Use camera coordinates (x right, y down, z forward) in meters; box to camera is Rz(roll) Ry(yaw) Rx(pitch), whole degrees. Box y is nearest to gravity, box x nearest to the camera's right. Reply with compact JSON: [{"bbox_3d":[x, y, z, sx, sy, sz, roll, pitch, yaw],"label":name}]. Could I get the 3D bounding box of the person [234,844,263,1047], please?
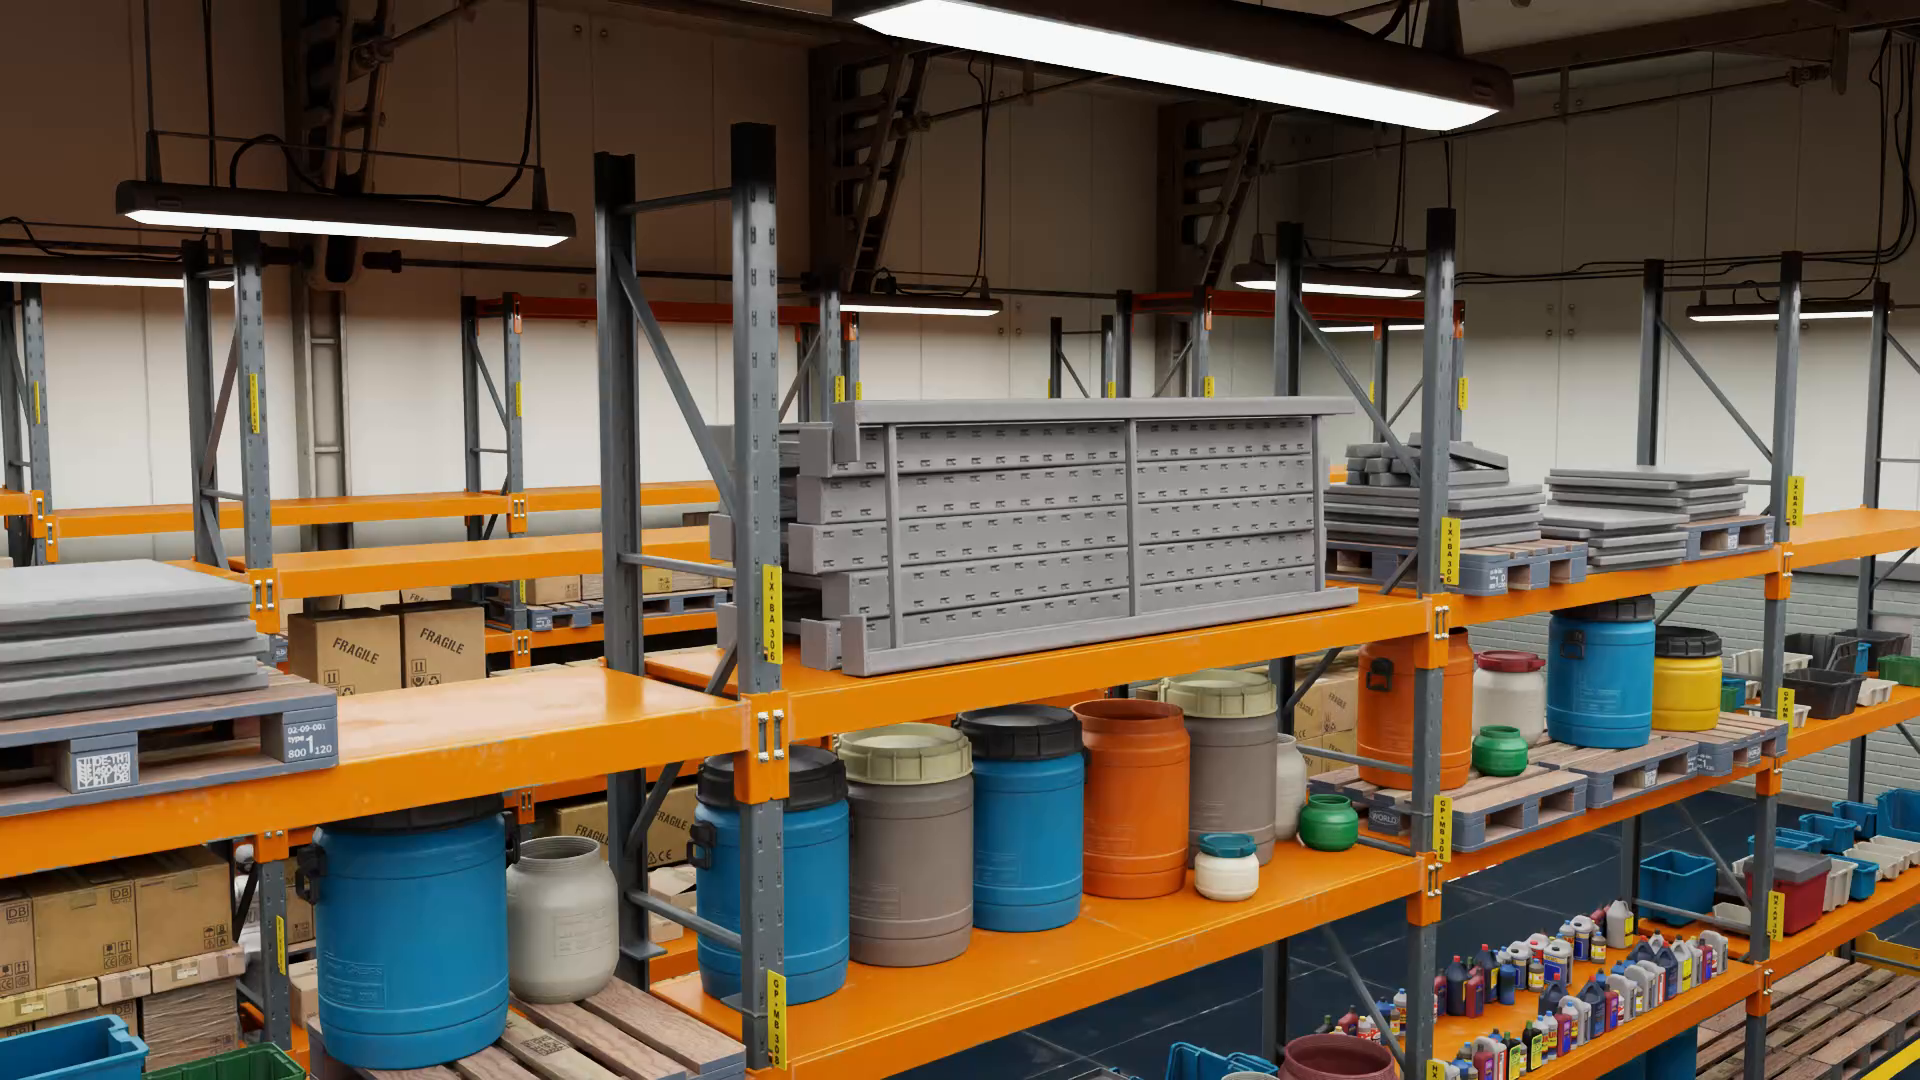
[{"bbox_3d":[-5.457,3.164,12.607,0.400,1.705,0.546,4,7,36],"label":"person"}]
